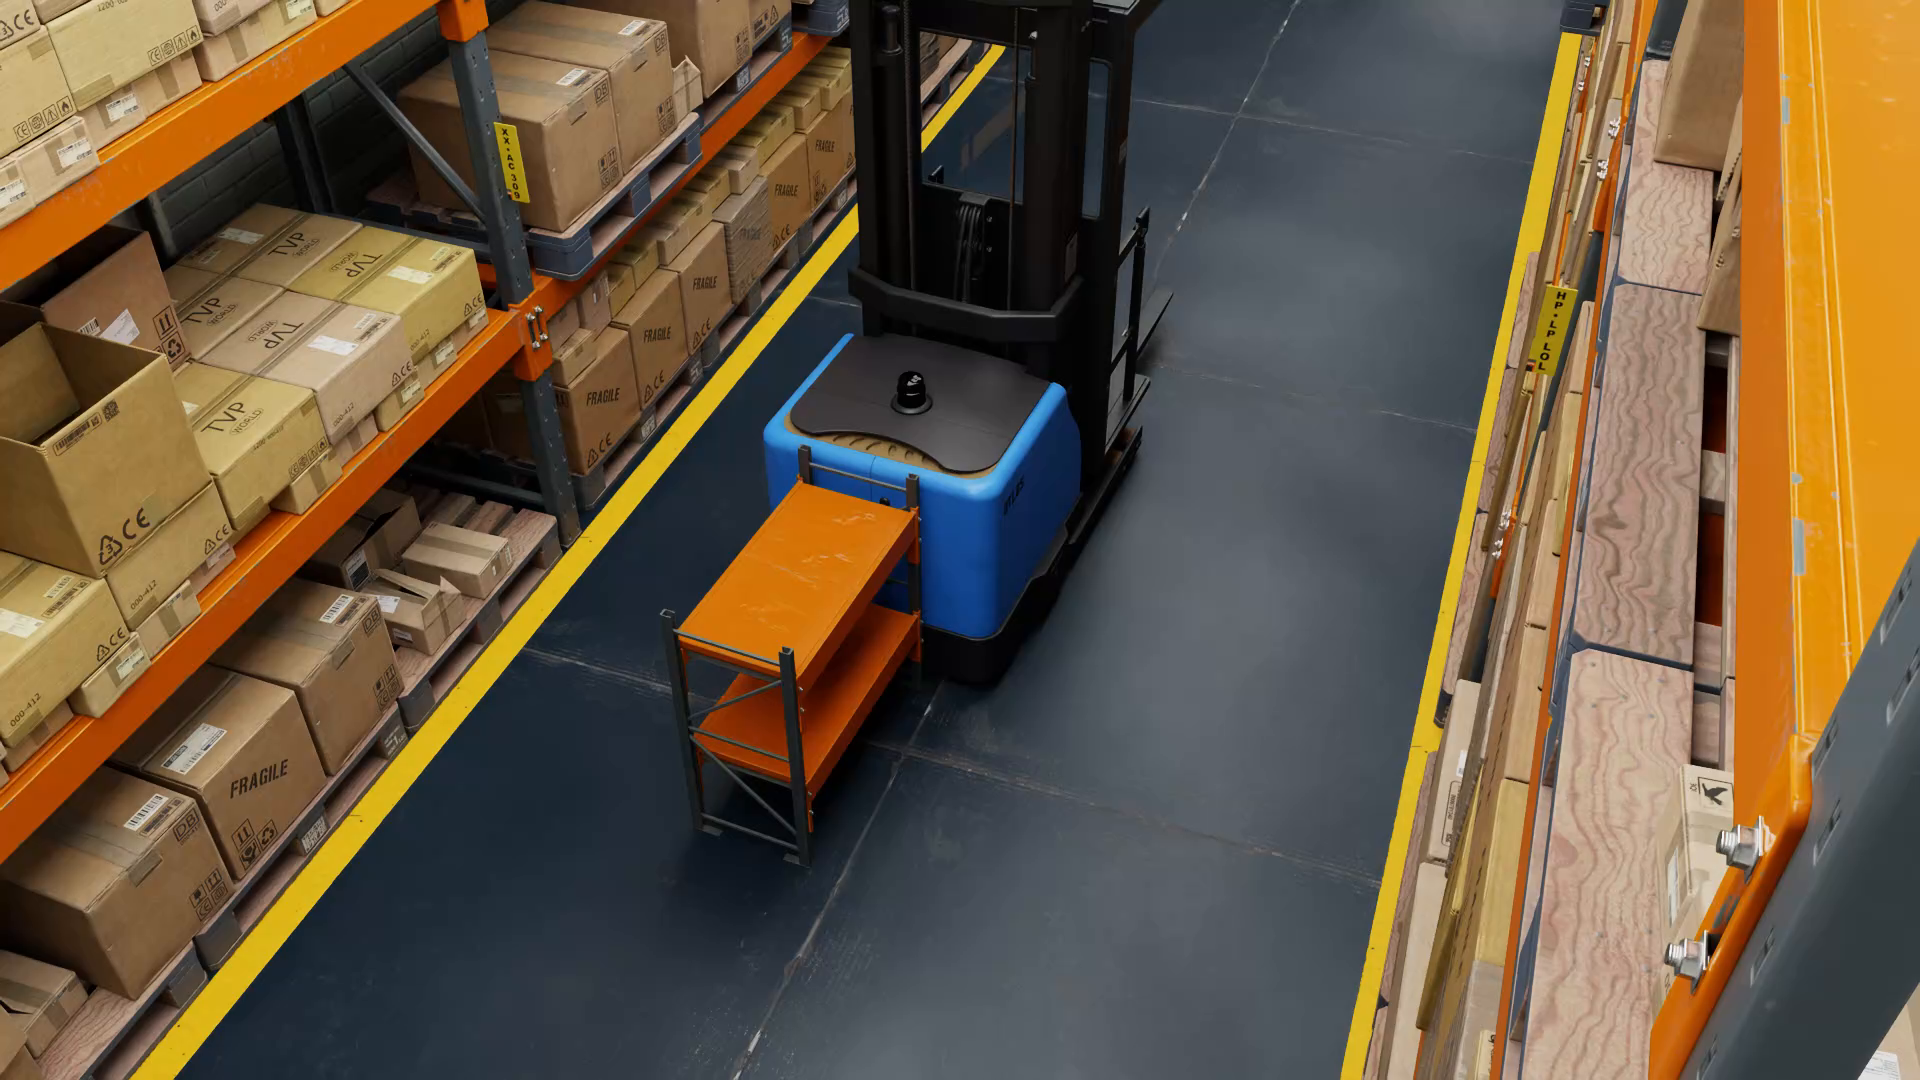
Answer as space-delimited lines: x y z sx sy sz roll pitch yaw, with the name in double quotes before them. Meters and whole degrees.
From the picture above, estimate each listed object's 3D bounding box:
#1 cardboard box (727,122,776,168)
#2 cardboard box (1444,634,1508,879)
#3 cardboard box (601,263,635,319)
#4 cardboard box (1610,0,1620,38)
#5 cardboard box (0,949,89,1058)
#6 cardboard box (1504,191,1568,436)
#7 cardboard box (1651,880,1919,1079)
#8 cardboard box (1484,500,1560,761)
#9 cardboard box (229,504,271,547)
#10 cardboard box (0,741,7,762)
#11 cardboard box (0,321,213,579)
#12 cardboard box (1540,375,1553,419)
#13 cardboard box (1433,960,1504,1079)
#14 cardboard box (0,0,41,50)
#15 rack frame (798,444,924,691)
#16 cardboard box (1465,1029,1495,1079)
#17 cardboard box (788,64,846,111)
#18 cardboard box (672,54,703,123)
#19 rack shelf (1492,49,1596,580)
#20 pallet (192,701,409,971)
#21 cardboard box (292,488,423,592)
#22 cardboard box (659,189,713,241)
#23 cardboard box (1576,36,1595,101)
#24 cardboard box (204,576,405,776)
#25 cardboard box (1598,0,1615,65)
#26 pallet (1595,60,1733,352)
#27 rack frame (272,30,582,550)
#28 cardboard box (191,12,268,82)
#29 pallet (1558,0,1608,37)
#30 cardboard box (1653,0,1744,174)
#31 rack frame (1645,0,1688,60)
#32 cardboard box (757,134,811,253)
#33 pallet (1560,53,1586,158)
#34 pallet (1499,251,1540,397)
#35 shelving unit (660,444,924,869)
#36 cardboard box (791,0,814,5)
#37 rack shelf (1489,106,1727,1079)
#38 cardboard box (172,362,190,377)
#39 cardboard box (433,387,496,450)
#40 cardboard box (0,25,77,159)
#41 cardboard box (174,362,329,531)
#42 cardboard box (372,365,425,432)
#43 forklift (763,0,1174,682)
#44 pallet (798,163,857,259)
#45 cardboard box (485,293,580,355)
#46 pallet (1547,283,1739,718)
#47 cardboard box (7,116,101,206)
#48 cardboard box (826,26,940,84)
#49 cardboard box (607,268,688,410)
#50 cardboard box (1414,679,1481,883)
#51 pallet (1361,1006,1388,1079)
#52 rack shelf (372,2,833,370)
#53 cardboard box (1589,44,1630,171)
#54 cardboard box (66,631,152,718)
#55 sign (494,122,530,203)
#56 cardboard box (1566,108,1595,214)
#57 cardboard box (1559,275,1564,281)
"cardboard box" -1.225 -2.155 9.021 0.380 0.149 0.250 13 42 14
"cardboard box" 1.658 0.653 4.550 0.500 0.500 0.500 14 42 15
"cardboard box" -1.777 -1.205 7.907 0.380 0.149 0.250 11 42 13
"cardboard box" 3.226 -2.452 7.419 0.500 0.500 0.500 13 42 15
"cardboard box" -3.137 1.518 5.487 0.380 0.149 0.250 12 42 13
"cardboard box" 3.162 -0.990 7.867 0.875 0.875 0.875 14 42 16
"cardboard box" 1.118 0.718 1.954 0.500 0.250 0.500 10 41 11
"cardboard box" 1.662 0.290 4.205 0.500 0.500 0.500 14 42 16
"cardboard box" -2.625 -0.122 5.729 0.380 0.149 0.250 14 42 16
"cardboard box" -3.036 0.615 4.558 0.500 0.250 0.500 14 42 16
"cardboard box" -2.696 -0.278 5.027 0.500 0.500 0.500 14 43 16
"cardboard box" 2.339 -0.601 5.827 0.500 0.250 0.500 13 42 15
"cardboard box" 1.141 1.204 3.134 0.500 0.500 0.500 13 42 15
"cardboard box" -2.713 -1.336 4.148 0.500 0.250 0.500 14 43 16
"rack frame" -0.389 0.130 6.684 0.500 1.125 0.032 16 43 17
"cardboard box" 1.057 1.030 2.838 0.380 0.149 0.250 13 42 15
"cardboard box" -0.876 -2.609 9.553 0.380 0.149 0.250 11 42 13
"cardboard box" -1.413 -2.115 7.652 0.396 0.266 0.258 15 43 17
"rack shelf" 3.101 -1.091 7.226 1.077 0.370 4.000 13 42 15
"pallet" -2.900 0.982 6.390 1.003 0.211 1.213 13 42 15
"cardboard box" -2.697 -0.031 7.177 0.500 0.311 0.500 15 43 17
"cardboard box" -1.488 -1.670 8.453 0.380 0.149 0.250 15 43 17
"cardboard box" 4.497 -3.000 10.610 0.950 0.372 0.625 15 43 17
"cardboard box" -2.635 0.489 6.422 0.700 0.500 0.500 12 42 13
"cardboard box" 3.379 -2.464 8.011 0.500 0.250 0.500 13 42 15
"pallet" 2.127 -0.756 4.036 1.003 0.211 1.213 13 42 15
"rack frame" -2.249 -1.244 6.851 1.000 3.000 0.127 13 42 15
"cardboard box" -2.369 -1.546 5.087 0.380 0.149 0.250 13 42 15
"pallet" 3.928 -2.970 9.022 1.213 0.211 1.003 13 42 15
"cardboard box" 2.018 -1.210 4.022 0.500 0.500 0.500 14 42 16
"rack frame" 2.417 -2.427 3.615 1.000 3.000 0.127 13 42 15
"cardboard box" -1.181 -1.965 9.298 0.500 0.500 0.500 15 43 17
"pallet" 4.472 -2.742 10.755 1.003 0.211 1.213 13 42 15
"pallet" 3.444 -1.060 8.783 1.003 0.211 1.213 13 42 15
"shelving unit" -0.589 0.433 6.329 0.538 1.125 1.048 16 43 17
"cardboard box" -0.938 -3.071 8.785 0.500 0.250 0.500 11 42 13
"rack shelf" 1.733 0.207 3.393 1.077 0.370 4.000 13 42 15
"cardboard box" -3.015 -0.437 5.791 0.500 0.250 0.500 14 42 16
"cardboard box" -2.359 -0.818 7.954 0.500 0.500 0.500 13 42 15
"cardboard box" -2.712 -1.157 4.323 0.500 0.250 0.500 13 42 14
"cardboard box" -2.534 -0.326 5.661 0.500 0.250 0.500 13 42 15
"cardboard box" -2.255 -0.571 6.255 0.380 0.149 0.250 14 43 16
"forklift" 0.245 -1.487 7.188 1.130 2.935 3.031 15 43 17
"pallet" -1.172 -2.176 10.092 1.003 0.211 1.213 13 42 15
"cardboard box" -1.933 -0.986 7.422 0.380 0.149 0.250 13 42 14
"pallet" 1.709 -0.014 3.166 1.003 0.211 1.213 13 42 15
"cardboard box" -2.593 -1.060 4.517 0.380 0.149 0.250 14 42 16
"cardboard box" -0.655 -3.318 10.787 0.875 0.625 0.625 15 43 16
"cardboard box" -1.699 -1.025 8.197 0.500 0.500 0.500 13 42 15
"cardboard box" 2.101 1.029 5.837 0.875 0.438 0.875 13 42 14
"pallet" 1.668 2.109 5.069 1.003 0.211 1.213 13 42 15
"rack shelf" -1.565 -2.191 8.514 1.077 0.370 4.000 13 42 15
"cardboard box" 2.696 -1.514 6.319 0.500 0.500 0.500 15 43 16
"cardboard box" -2.759 0.376 5.145 0.380 0.149 0.250 12 42 14
"sign" -1.736 -1.458 6.434 0.100 0.325 0.005 13 42 15
"cardboard box" 2.834 -1.541 6.929 0.500 0.250 0.500 14 42 16
"cardboard box" 2.699 -1.031 6.717 0.500 0.250 0.500 12 42 14
